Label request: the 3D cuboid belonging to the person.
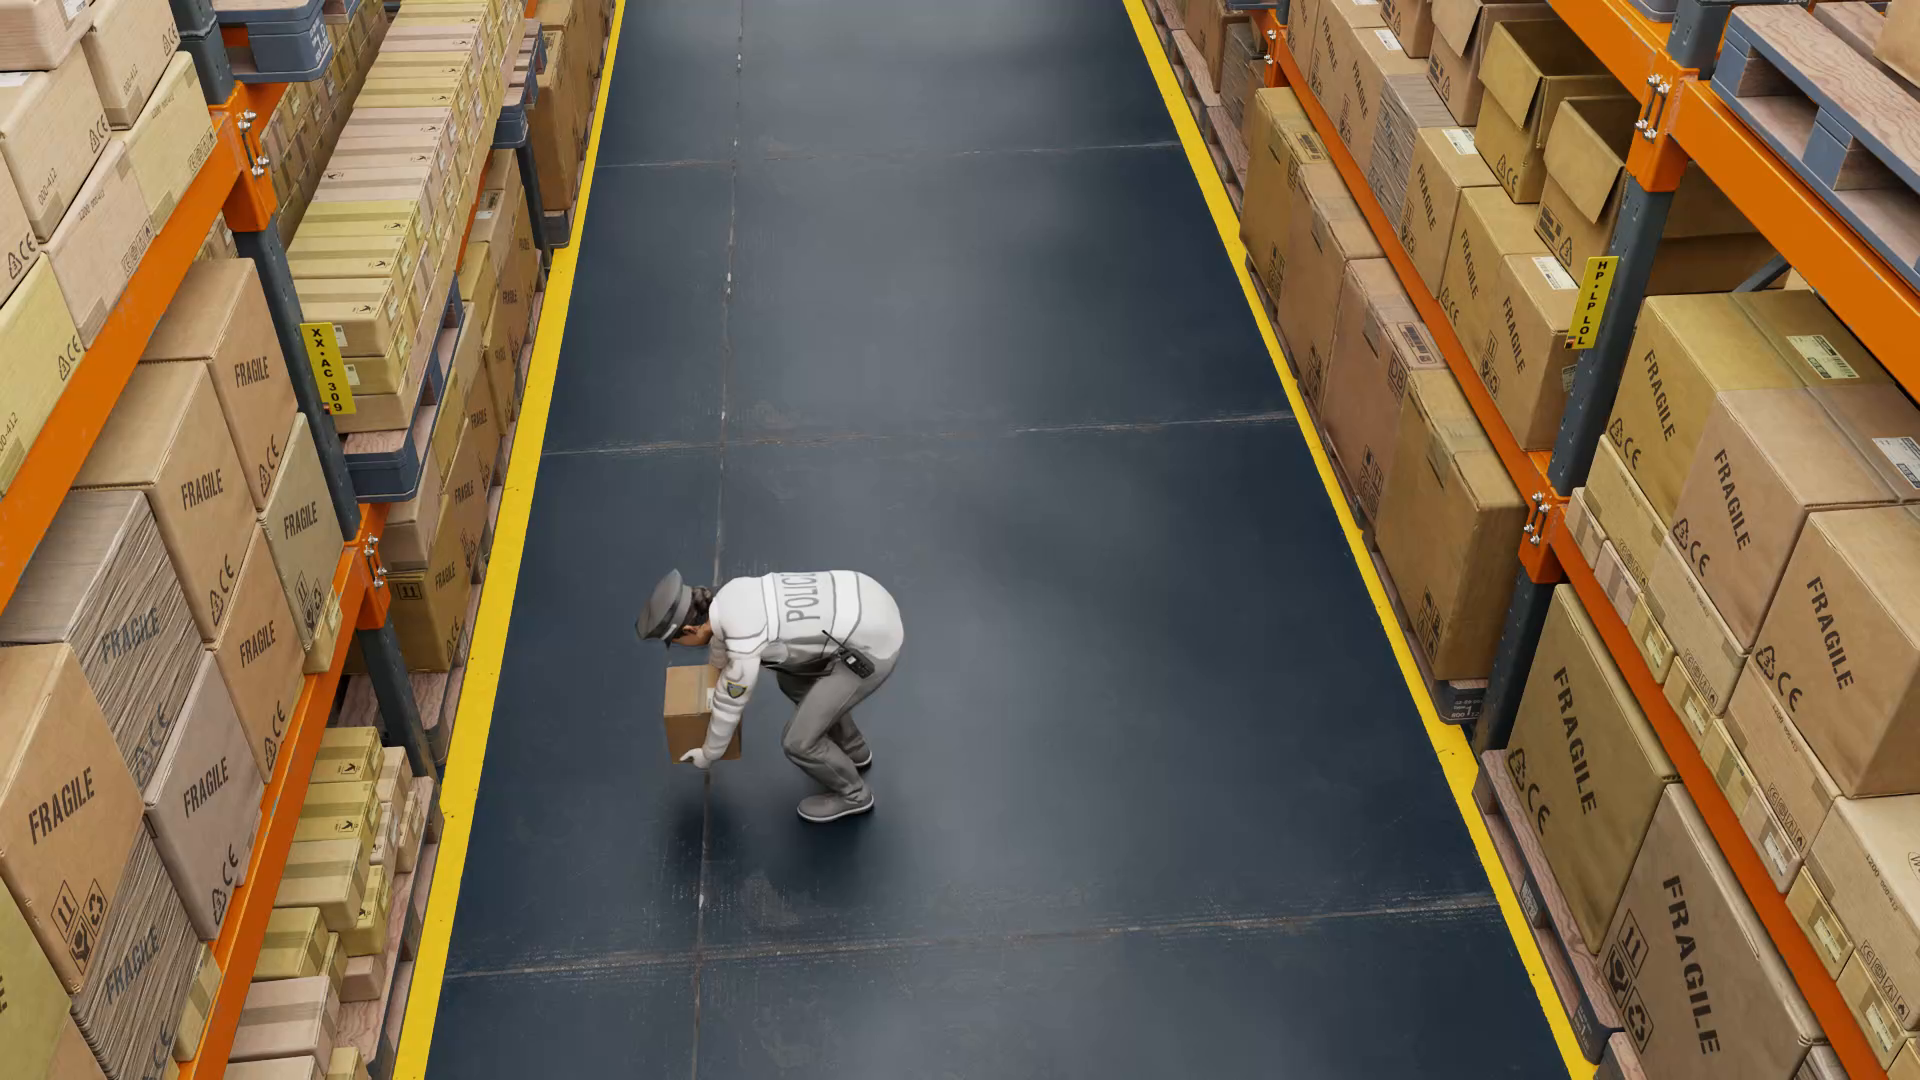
[{"bbox_3d":[-0.658,0.531,5.966,0.920,1.085,0.451,-5,40,-6],"label":"person"}]
